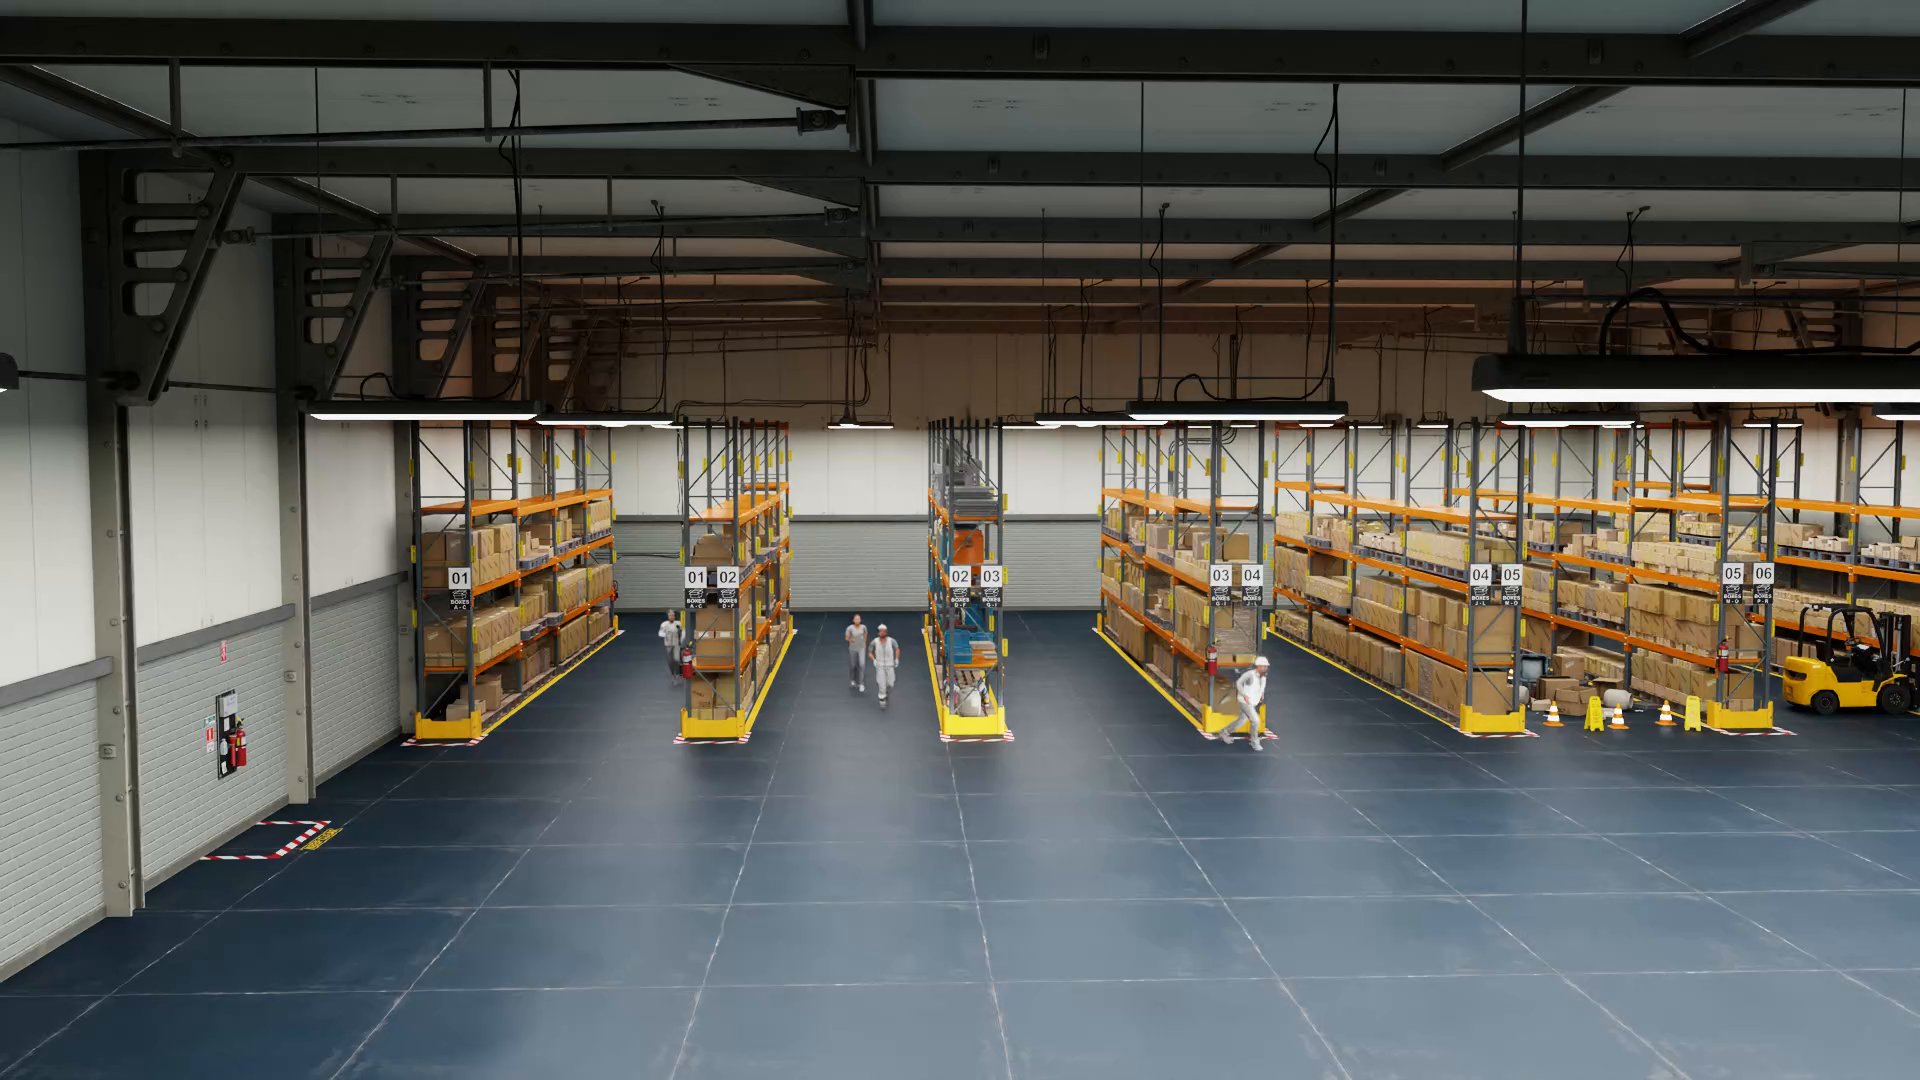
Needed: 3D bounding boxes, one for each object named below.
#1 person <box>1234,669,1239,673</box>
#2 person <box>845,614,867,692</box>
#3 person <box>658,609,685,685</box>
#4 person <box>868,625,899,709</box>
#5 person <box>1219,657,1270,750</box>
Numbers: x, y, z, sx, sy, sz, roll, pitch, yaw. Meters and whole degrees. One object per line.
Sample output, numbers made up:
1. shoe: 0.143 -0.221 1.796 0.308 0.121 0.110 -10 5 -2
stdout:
1. person: 6.625 2.393 39.417 0.570 1.542 0.603 0 4 0
2. person: -2.306 2.470 36.942 0.518 1.695 0.887 -1 4 -9
3. person: -6.549 2.422 37.839 0.592 1.722 0.763 0 4 -4
4. person: -1.561 2.617 34.263 0.654 1.744 0.532 0 4 -7
5. person: 5.173 2.942 30.114 0.669 1.723 0.988 -4 5 -45
